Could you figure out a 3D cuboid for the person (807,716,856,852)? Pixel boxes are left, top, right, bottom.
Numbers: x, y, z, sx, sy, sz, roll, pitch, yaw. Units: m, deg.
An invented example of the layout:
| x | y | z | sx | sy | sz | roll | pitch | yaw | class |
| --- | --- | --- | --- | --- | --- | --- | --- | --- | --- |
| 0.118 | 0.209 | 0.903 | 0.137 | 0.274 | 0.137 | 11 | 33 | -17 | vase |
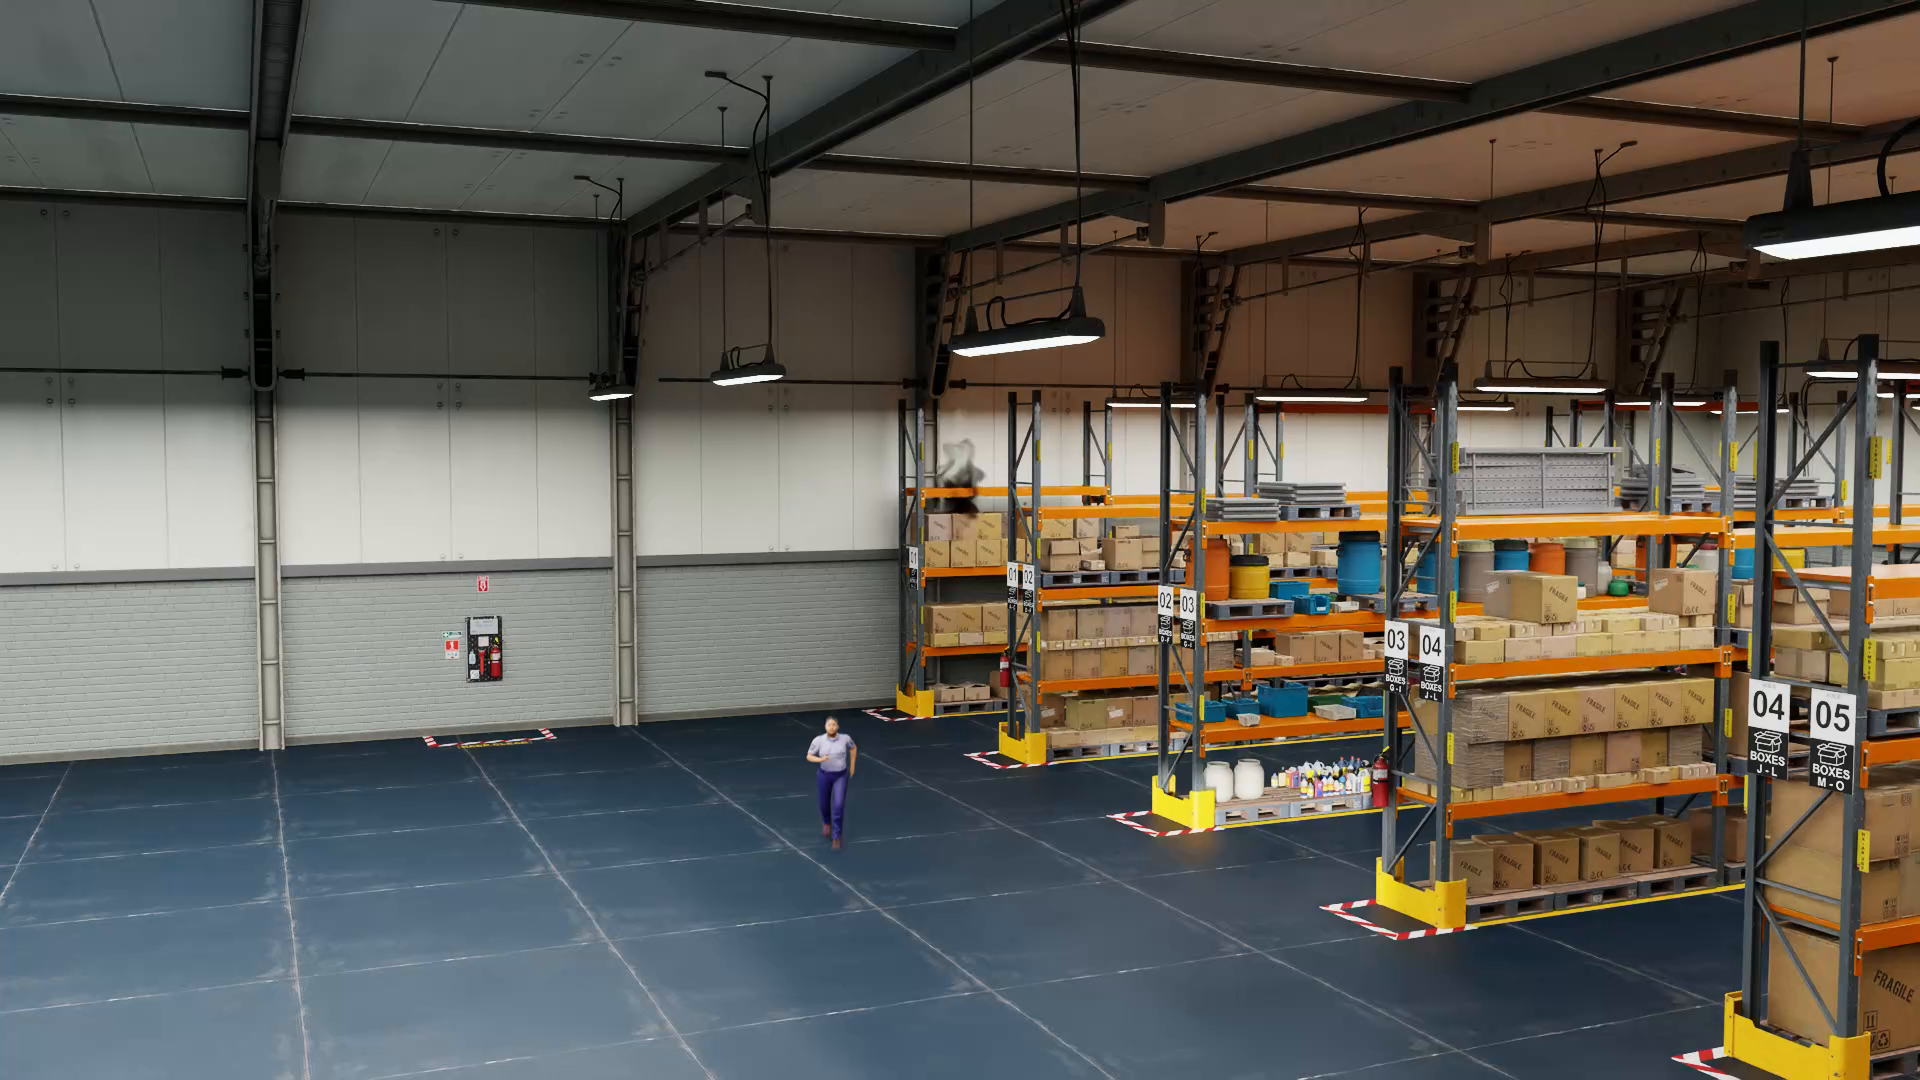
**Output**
| x | y | z | sx | sy | sz | roll | pitch | yaw | class |
| --- | --- | --- | --- | --- | --- | --- | --- | --- | --- |
| -1.643 | 3.079 | 21.311 | 0.632 | 1.643 | 0.902 | 0 | 3 | -4 | person |
